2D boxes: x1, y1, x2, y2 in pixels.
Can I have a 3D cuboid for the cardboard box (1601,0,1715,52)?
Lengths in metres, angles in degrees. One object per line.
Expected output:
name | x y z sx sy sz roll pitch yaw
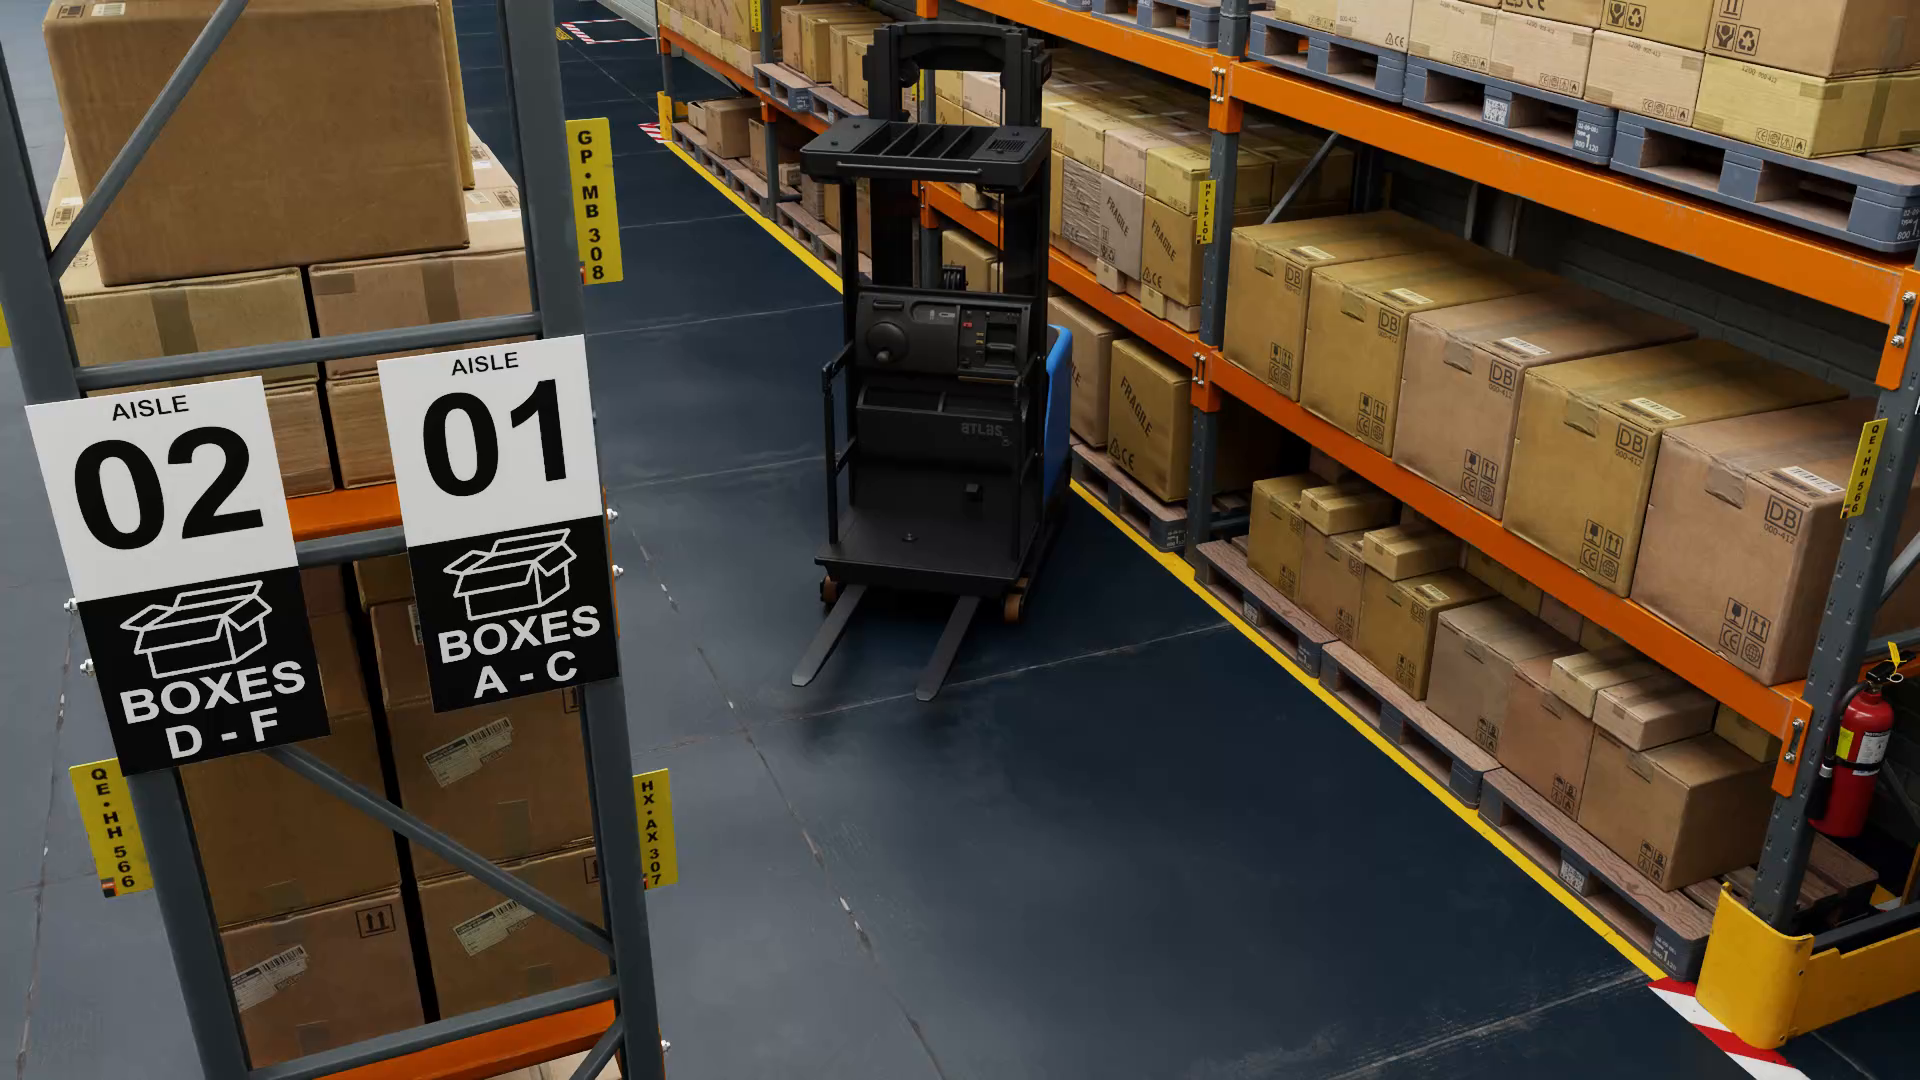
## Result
cardboard box | 2.606 -1.985 5.702 0.500 0.500 0.500 -10 28 -19

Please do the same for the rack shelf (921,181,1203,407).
rack shelf | 0.980 -1.781 10.798 1.077 0.370 4.000 -11 28 -21

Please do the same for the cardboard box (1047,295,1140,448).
cardboard box | 1.038 -1.118 10.592 0.750 0.750 0.750 -10 28 -19

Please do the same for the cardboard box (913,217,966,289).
cardboard box | -0.133 -2.268 13.323 0.700 0.500 0.500 -10 28 -20

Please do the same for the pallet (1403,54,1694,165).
pallet | 2.548 -1.781 6.661 1.003 0.211 1.213 -11 28 -21

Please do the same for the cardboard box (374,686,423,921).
cardboard box | -1.365 0.694 4.796 0.500 0.500 0.500 -11 28 -21

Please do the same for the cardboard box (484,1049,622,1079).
cardboard box | -1.374 1.739 5.403 0.500 0.250 0.500 -11 28 -21

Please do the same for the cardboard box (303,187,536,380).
cardboard box | -1.188 -0.586 3.715 0.500 0.250 0.500 -11 28 -21

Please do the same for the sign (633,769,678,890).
sign | -0.727 0.689 3.934 0.100 0.325 0.005 -11 28 -21

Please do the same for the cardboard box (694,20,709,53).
cardboard box | -2.431 -5.213 17.156 0.500 0.250 0.500 -10 28 -20

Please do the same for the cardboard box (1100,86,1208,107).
cardboard box | 1.211 -2.675 10.479 0.500 0.250 0.500 -11 28 -22

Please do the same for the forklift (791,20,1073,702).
forklift | -0.137 -1.050 8.559 1.130 2.935 3.031 6 27 11

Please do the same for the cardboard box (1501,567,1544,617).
cardboard box | 2.699 0.200 7.552 0.380 0.149 0.250 -10 28 -20

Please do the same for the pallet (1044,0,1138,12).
pallet | 0.939 -3.473 10.240 1.003 0.211 1.213 -9 28 -18

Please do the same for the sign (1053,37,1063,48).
sign | 0.706 -3.528 12.238 0.100 0.325 0.005 -11 28 -21

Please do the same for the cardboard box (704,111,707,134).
cardboard box | -2.525 -4.606 18.327 0.500 0.311 0.500 -8 27 -16

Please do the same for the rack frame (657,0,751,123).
rack frame | -2.936 -6.141 18.909 1.000 3.000 0.127 -11 28 -21

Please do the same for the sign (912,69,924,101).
sign | -0.299 -3.299 11.859 0.100 0.325 0.005 -11 28 -21

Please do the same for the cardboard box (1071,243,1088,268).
cardboard box | 0.913 -1.801 10.283 0.380 0.149 0.250 -11 28 -22

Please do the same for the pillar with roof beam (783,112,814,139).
pillar with roof beam | -5.827 -7.963 15.803 9.100 9.000 0.400 -11 28 -21

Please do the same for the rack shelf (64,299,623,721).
rack shelf | -2.010 -0.661 5.087 1.077 0.370 4.000 -11 28 -21

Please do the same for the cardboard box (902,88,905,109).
cardboard box | -0.240 -3.563 13.013 0.700 0.500 0.500 -13 29 -25

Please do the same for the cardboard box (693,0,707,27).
cardboard box | -2.432 -5.558 17.008 0.500 0.500 0.500 -10 28 -19

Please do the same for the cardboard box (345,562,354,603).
cardboard box | -2.158 -0.123 6.470 0.500 0.500 0.500 -10 28 -19

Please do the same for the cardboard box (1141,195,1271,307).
cardboard box | 1.351 -1.627 9.188 0.500 0.500 0.500 -11 28 -21

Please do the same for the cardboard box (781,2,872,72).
cardboard box | -1.202 -4.558 15.050 0.700 0.500 0.500 -10 28 -20

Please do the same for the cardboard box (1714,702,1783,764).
cardboard box | 3.197 0.712 6.504 0.380 0.149 0.250 -10 28 -20

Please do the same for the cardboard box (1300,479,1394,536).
cardboard box | 1.928 -0.164 8.299 0.380 0.149 0.250 -10 28 -19

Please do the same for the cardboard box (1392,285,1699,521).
cardboard box | 2.536 -0.622 7.263 0.980 0.700 0.700 -12 28 -23

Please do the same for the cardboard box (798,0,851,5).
cardboard box | -1.361 -5.030 15.928 0.500 0.500 0.500 -11 28 -22

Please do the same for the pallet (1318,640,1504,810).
pallet | 2.471 0.770 7.932 1.003 0.211 1.213 -11 28 -21

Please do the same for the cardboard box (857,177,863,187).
cardboard box | -0.683 -3.257 14.494 0.500 0.250 0.500 -11 28 -22

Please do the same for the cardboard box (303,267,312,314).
cardboard box | -1.378 -0.565 4.240 0.500 0.250 0.500 -11 28 -21

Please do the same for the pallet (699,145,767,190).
pallet | -2.147 -4.032 17.767 1.003 0.211 1.213 -11 28 -21

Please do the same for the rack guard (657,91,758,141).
rack guard | -2.906 -4.987 19.395 1.175 0.500 0.348 -11 28 -21

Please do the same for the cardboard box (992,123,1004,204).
cardboard box | 0.542 -2.445 10.864 0.500 0.500 0.500 -11 28 -21

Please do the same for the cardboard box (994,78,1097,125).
cardboard box | 0.548 -2.790 10.716 0.500 0.250 0.500 -10 28 -20

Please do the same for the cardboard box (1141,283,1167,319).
cardboard box | 1.250 -1.378 9.418 0.380 0.149 0.250 -10 28 -20

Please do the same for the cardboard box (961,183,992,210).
cardboard box | 0.230 -2.410 11.530 0.380 0.149 0.250 -10 28 -19

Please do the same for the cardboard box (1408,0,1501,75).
cardboard box | 2.186 -2.073 6.736 0.500 0.250 0.500 -11 28 -22

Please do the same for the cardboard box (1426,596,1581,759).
cardboard box | 2.570 0.582 7.509 0.700 0.500 0.500 -12 28 -22

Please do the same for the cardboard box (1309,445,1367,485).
cardboard box | 2.088 -0.427 8.836 0.380 0.149 0.250 -11 28 -21

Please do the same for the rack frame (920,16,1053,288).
rack frame | 0.197 -2.911 12.294 1.000 3.000 0.127 -11 28 -21

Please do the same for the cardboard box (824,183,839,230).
cardboard box | -0.817 -3.106 15.041 0.700 0.500 0.500 -11 28 -22

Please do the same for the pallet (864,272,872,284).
pallet | -0.108 -1.974 13.553 1.003 0.211 1.213 -11 28 -21

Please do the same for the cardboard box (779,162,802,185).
cardboard box | -1.607 -3.662 16.558 0.380 0.166 0.250 -15 30 -27

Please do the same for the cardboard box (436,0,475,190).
cardboard box | -1.561 -1.092 3.896 0.700 0.500 0.500 -11 28 -21

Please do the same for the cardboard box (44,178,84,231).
cardboard box | -1.859 -0.700 3.947 0.500 0.250 0.500 -11 28 -21

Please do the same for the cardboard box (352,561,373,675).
cardboard box | -1.561 0.040 4.997 0.500 0.500 0.500 -10 28 -20
